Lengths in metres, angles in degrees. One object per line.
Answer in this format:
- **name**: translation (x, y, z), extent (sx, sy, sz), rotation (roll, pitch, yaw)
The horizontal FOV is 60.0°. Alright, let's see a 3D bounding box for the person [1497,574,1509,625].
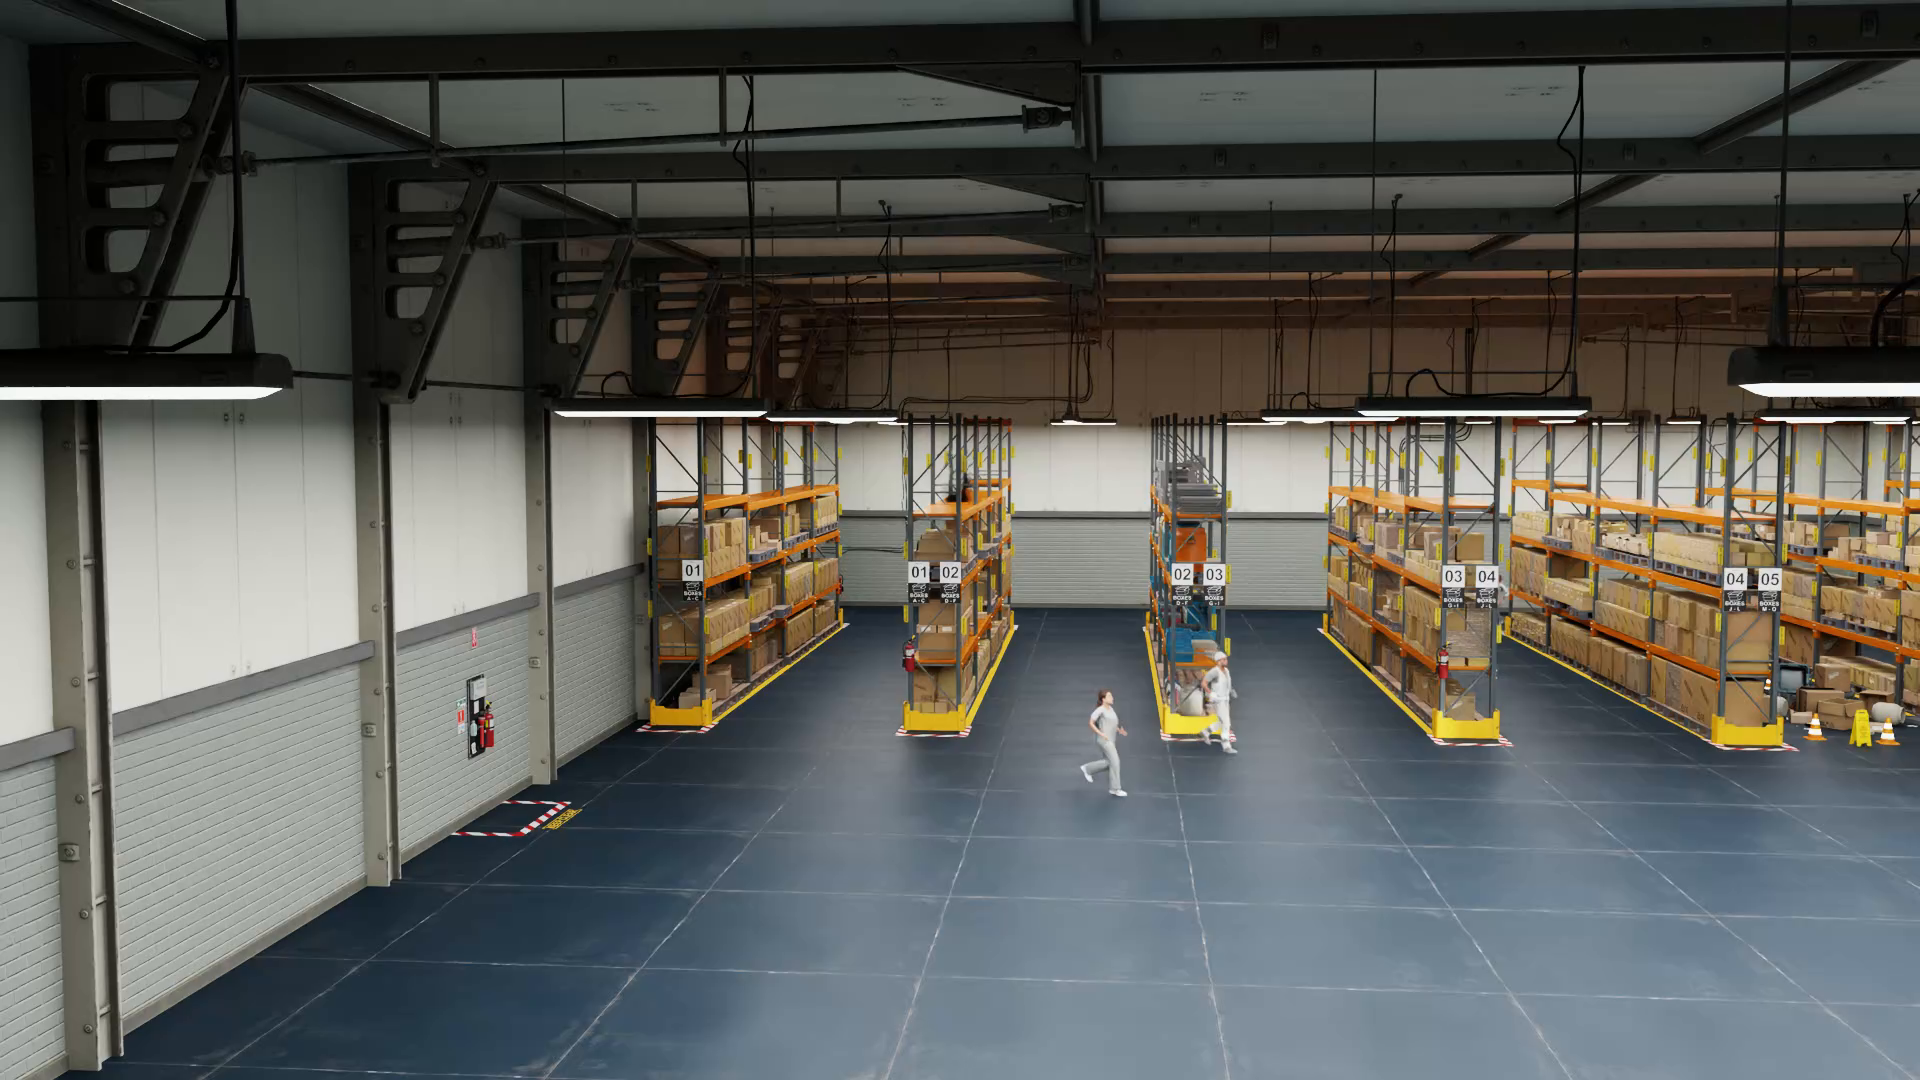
- **person**: translation (15.206, 1.755, 47.171), extent (0.874, 1.565, 0.605), rotation (-1, 4, -16)

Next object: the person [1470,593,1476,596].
- **person**: translation (13.672, 1.894, 43.695), extent (0.637, 1.796, 0.721), rotation (1, 4, 10)

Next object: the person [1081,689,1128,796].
- **person**: translation (2.245, 3.158, 26.032), extent (0.818, 1.660, 0.566), rotation (2, 4, 29)

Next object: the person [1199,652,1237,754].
- **person**: translation (4.571, 2.854, 29.427), extent (0.827, 1.765, 0.689), rotation (3, 5, 38)
